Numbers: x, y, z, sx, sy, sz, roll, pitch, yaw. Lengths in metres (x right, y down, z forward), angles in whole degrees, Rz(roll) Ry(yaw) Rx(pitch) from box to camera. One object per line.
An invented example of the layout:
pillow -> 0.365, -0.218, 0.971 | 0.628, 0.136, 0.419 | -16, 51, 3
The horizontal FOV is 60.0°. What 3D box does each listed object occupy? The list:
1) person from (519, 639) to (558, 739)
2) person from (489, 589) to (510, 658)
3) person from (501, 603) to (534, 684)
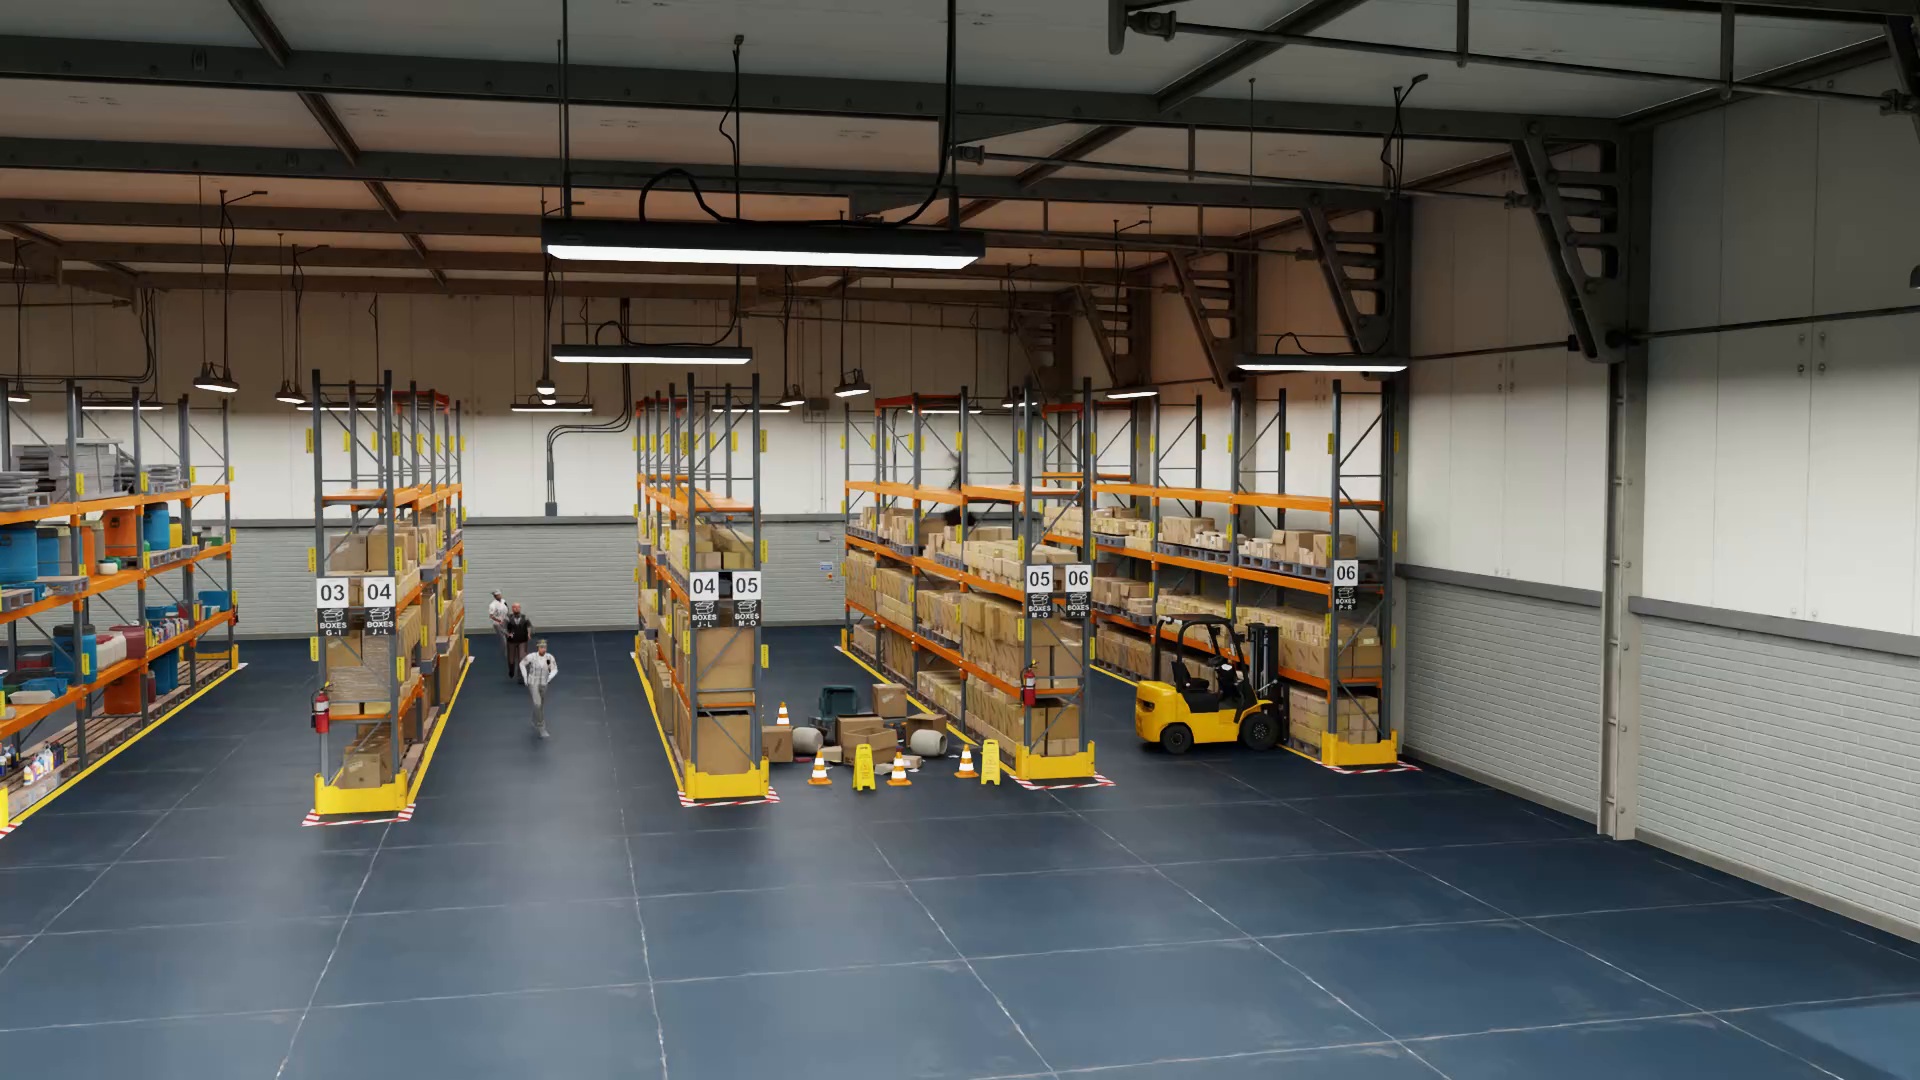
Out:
person -> -7.254, 2.520, 28.633 | 0.615, 1.686, 0.927 | -2, 4, -30
person -> -10.652, 1.945, 38.736 | 0.503, 1.633, 0.633 | 3, 5, 44
person -> -9.258, 2.155, 34.799 | 0.669, 1.681, 0.760 | -1, 3, -19
